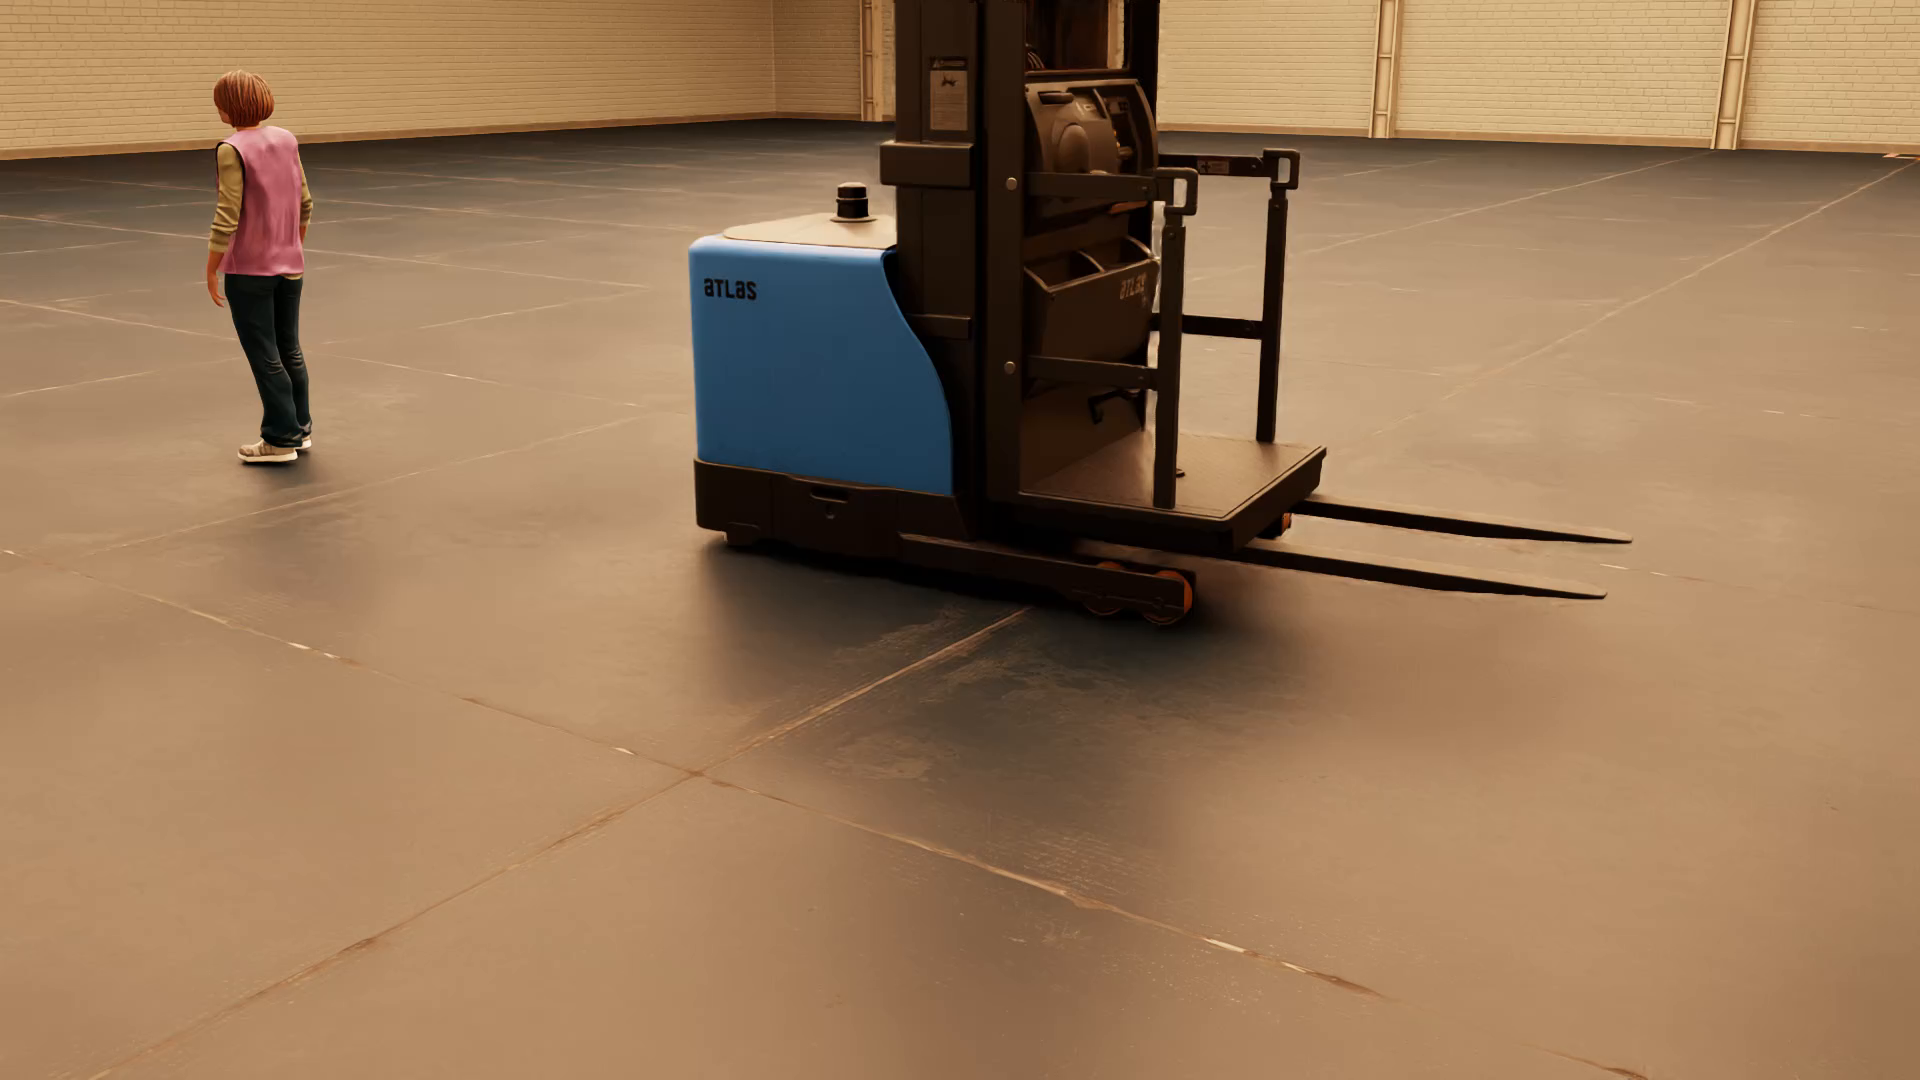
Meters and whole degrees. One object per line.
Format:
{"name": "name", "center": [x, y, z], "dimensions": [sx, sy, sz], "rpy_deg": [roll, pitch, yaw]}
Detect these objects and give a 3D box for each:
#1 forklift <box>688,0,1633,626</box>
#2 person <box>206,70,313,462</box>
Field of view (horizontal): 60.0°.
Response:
{"name": "forklift", "center": [0.610, -1.317, 5.237], "dimensions": [3.031, 2.935, 1.130], "rpy_deg": [9, 19, 26]}
{"name": "person", "center": [-2.916, -1.106, 6.835], "dimensions": [0.475, 1.597, 0.520], "rpy_deg": [7, 18, 22]}
